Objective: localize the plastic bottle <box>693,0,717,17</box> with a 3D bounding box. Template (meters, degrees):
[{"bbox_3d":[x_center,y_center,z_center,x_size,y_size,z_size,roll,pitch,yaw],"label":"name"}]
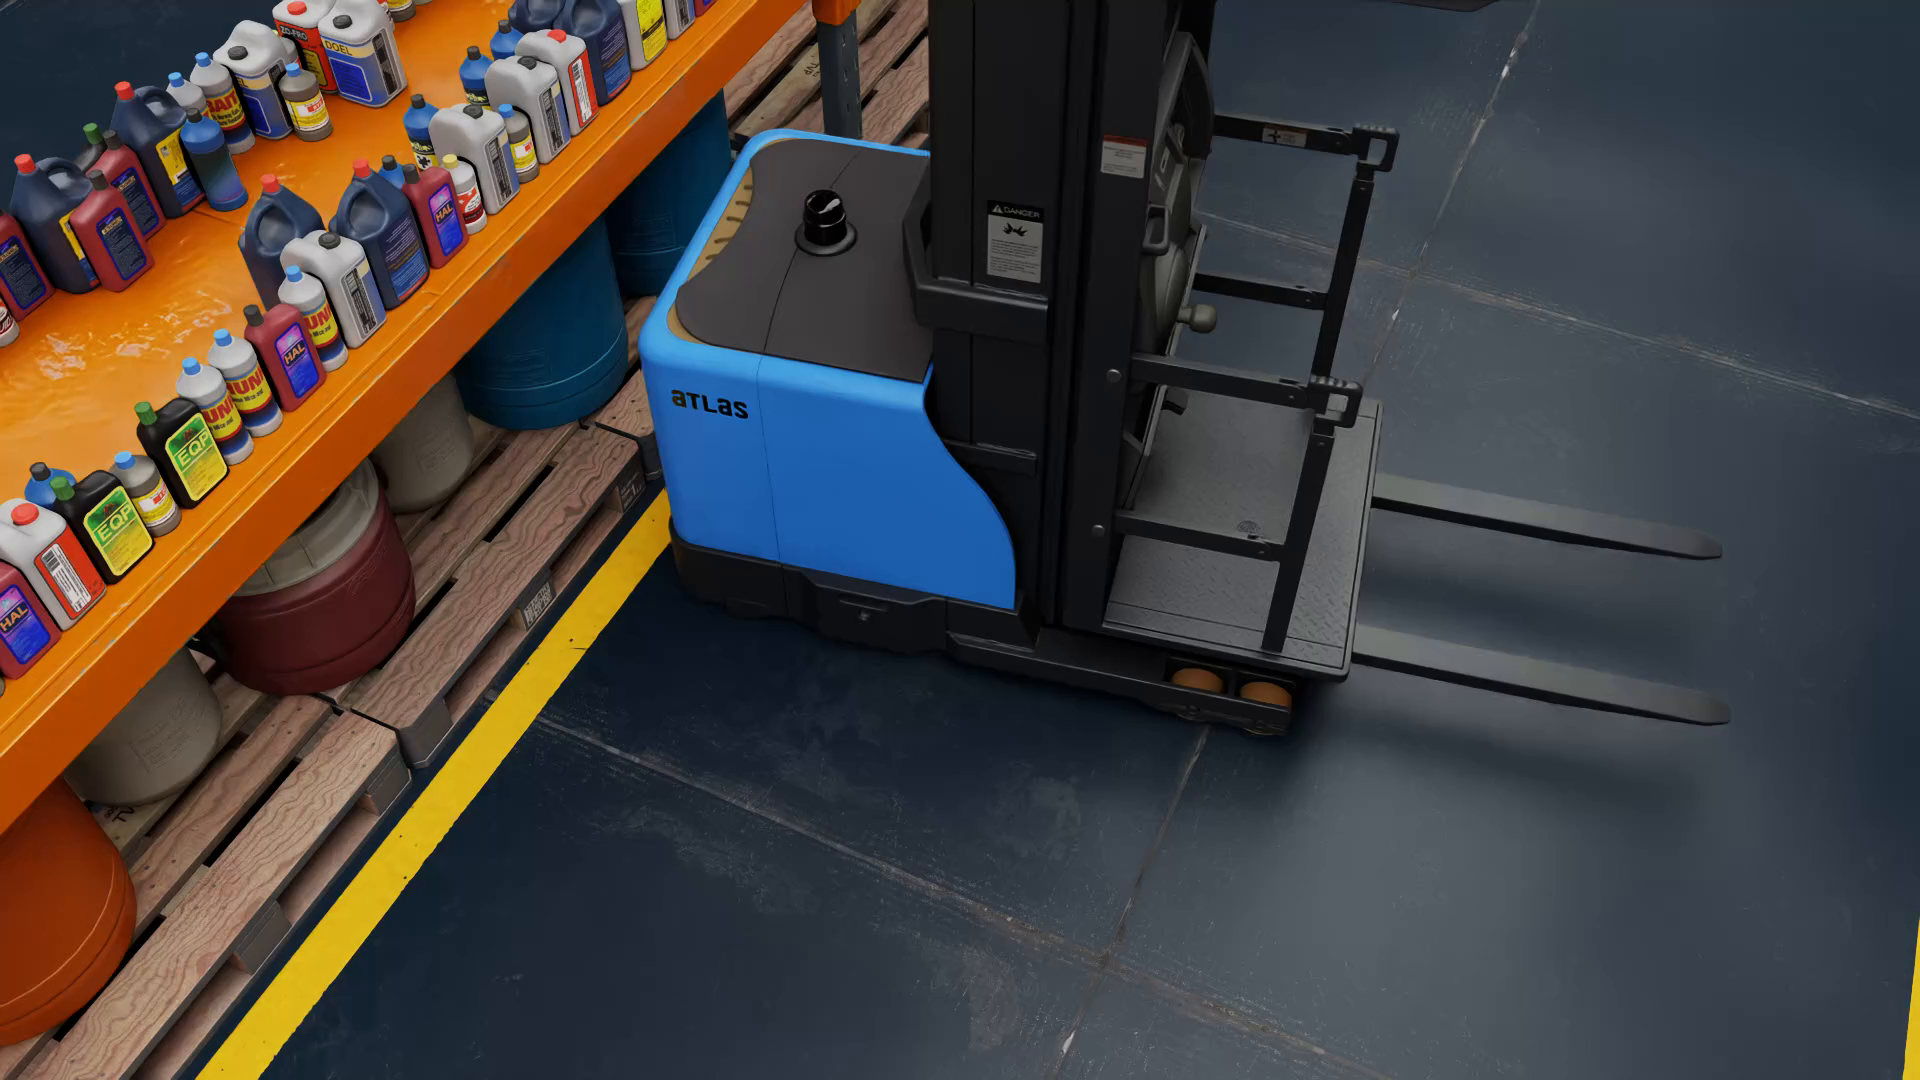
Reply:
[{"bbox_3d":[-0.755,-1.662,4.771,0.061,0.283,0.133,20,52,16],"label":"plastic bottle"}]

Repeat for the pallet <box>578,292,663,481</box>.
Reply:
[{"bbox_3d":[-1.189,-0.829,5.817,1.003,0.211,1.213,20,52,16],"label":"pallet"}]

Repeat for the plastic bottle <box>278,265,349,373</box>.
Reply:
[{"bbox_3d":[-1.485,-0.513,3.802,0.097,0.271,0.097,0,50,0],"label":"plastic bottle"}]

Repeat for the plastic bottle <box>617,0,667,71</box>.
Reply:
[{"bbox_3d":[-0.918,-1.495,4.585,0.144,0.351,0.185,20,52,16],"label":"plastic bottle"}]

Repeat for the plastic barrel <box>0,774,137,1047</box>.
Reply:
[{"bbox_3d":[-2.337,0.729,3.810,0.600,0.830,0.708,20,52,16],"label":"plastic barrel"}]

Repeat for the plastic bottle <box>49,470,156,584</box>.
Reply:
[{"bbox_3d":[-1.757,-0.047,3.397,0.061,0.283,0.133,20,52,16],"label":"plastic bottle"}]

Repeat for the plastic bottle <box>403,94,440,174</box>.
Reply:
[{"bbox_3d":[-1.346,-1.009,4.223,0.097,0.271,0.097,0,50,0],"label":"plastic bottle"}]

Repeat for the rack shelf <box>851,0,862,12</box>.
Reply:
[{"bbox_3d":[0.033,-3.395,6.641,1.077,0.370,4.000,20,52,16],"label":"rack shelf"}]

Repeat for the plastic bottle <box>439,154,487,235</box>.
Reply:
[{"bbox_3d":[-1.250,-0.870,4.151,0.097,0.201,0.097,0,50,0],"label":"plastic bottle"}]

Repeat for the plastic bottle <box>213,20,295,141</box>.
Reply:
[{"bbox_3d":[-1.858,-1.218,4.399,0.152,0.276,0.135,20,52,16],"label":"plastic bottle"}]

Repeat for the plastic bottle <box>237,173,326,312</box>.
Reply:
[{"bbox_3d":[-1.584,-0.693,3.903,0.144,0.351,0.185,20,52,16],"label":"plastic bottle"}]

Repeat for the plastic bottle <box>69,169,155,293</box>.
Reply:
[{"bbox_3d":[-2.045,-0.743,3.989,0.061,0.283,0.133,20,52,16],"label":"plastic bottle"}]

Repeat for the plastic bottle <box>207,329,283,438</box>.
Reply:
[{"bbox_3d":[-1.584,-0.355,3.667,0.097,0.271,0.097,0,50,0],"label":"plastic bottle"}]

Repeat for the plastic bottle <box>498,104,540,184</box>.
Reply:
[{"bbox_3d":[-1.151,-1.029,4.287,0.097,0.201,0.097,0,50,0],"label":"plastic bottle"}]

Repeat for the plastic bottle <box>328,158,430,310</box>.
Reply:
[{"bbox_3d":[-1.389,-0.737,3.940,0.144,0.351,0.185,20,52,16],"label":"plastic bottle"}]

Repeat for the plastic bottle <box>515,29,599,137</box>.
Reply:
[{"bbox_3d":[-1.069,-1.235,4.413,0.152,0.276,0.135,20,52,16],"label":"plastic bottle"}]

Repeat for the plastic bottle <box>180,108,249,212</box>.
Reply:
[{"bbox_3d":[-1.885,-0.965,4.186,0.097,0.271,0.097,0,50,0],"label":"plastic bottle"}]

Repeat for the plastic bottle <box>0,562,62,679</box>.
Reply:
[{"bbox_3d":[-1.871,0.137,3.240,0.061,0.283,0.133,20,52,16],"label":"plastic bottle"}]

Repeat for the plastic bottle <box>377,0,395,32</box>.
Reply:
[{"bbox_3d":[-1.677,-1.534,4.717,0.097,0.201,0.097,0,50,0],"label":"plastic bottle"}]

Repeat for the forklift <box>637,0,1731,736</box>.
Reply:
[{"bbox_3d":[0.718,-0.841,4.041,3.031,2.935,1.130,11,51,9],"label":"forklift"}]

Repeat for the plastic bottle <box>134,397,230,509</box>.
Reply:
[{"bbox_3d":[-1.658,-0.206,3.532,0.061,0.283,0.133,20,52,16],"label":"plastic bottle"}]

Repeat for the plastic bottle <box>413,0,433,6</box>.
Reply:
[{"bbox_3d":[-1.594,-1.691,4.804,0.097,0.271,0.097,0,50,0],"label":"plastic bottle"}]

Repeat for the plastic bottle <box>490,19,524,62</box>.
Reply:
[{"bbox_3d":[-1.190,-1.261,4.438,0.097,0.271,0.097,0,50,0],"label":"plastic bottle"}]

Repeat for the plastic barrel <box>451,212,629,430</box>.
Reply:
[{"bbox_3d":[-1.372,-0.850,5.106,0.600,0.901,0.708,20,52,16],"label":"plastic barrel"}]

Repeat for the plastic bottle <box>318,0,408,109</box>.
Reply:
[{"bbox_3d":[-1.622,-1.328,4.492,0.152,0.276,0.135,20,52,16],"label":"plastic bottle"}]

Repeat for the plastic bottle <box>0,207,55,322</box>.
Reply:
[{"bbox_3d":[-2.255,-0.663,3.921,0.061,0.283,0.133,20,52,16],"label":"plastic bottle"}]

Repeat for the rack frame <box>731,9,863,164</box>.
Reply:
[{"bbox_3d":[-0.821,-2.251,5.195,1.000,3.000,0.127,20,52,16],"label":"rack frame"}]

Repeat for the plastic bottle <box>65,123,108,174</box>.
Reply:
[{"bbox_3d":[-2.119,-0.882,4.107,0.061,0.283,0.133,20,52,16],"label":"plastic bottle"}]

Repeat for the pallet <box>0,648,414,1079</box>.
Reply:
[{"bbox_3d":[-2.231,0.851,4.387,1.003,0.211,1.213,20,52,16],"label":"pallet"}]

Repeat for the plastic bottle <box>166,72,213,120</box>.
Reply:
[{"bbox_3d":[-1.974,-1.079,4.283,0.097,0.271,0.097,0,50,0],"label":"plastic bottle"}]

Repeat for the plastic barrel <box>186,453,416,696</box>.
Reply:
[{"bbox_3d":[-1.854,0.029,4.563,0.600,0.588,0.708,20,52,16],"label":"plastic barrel"}]
